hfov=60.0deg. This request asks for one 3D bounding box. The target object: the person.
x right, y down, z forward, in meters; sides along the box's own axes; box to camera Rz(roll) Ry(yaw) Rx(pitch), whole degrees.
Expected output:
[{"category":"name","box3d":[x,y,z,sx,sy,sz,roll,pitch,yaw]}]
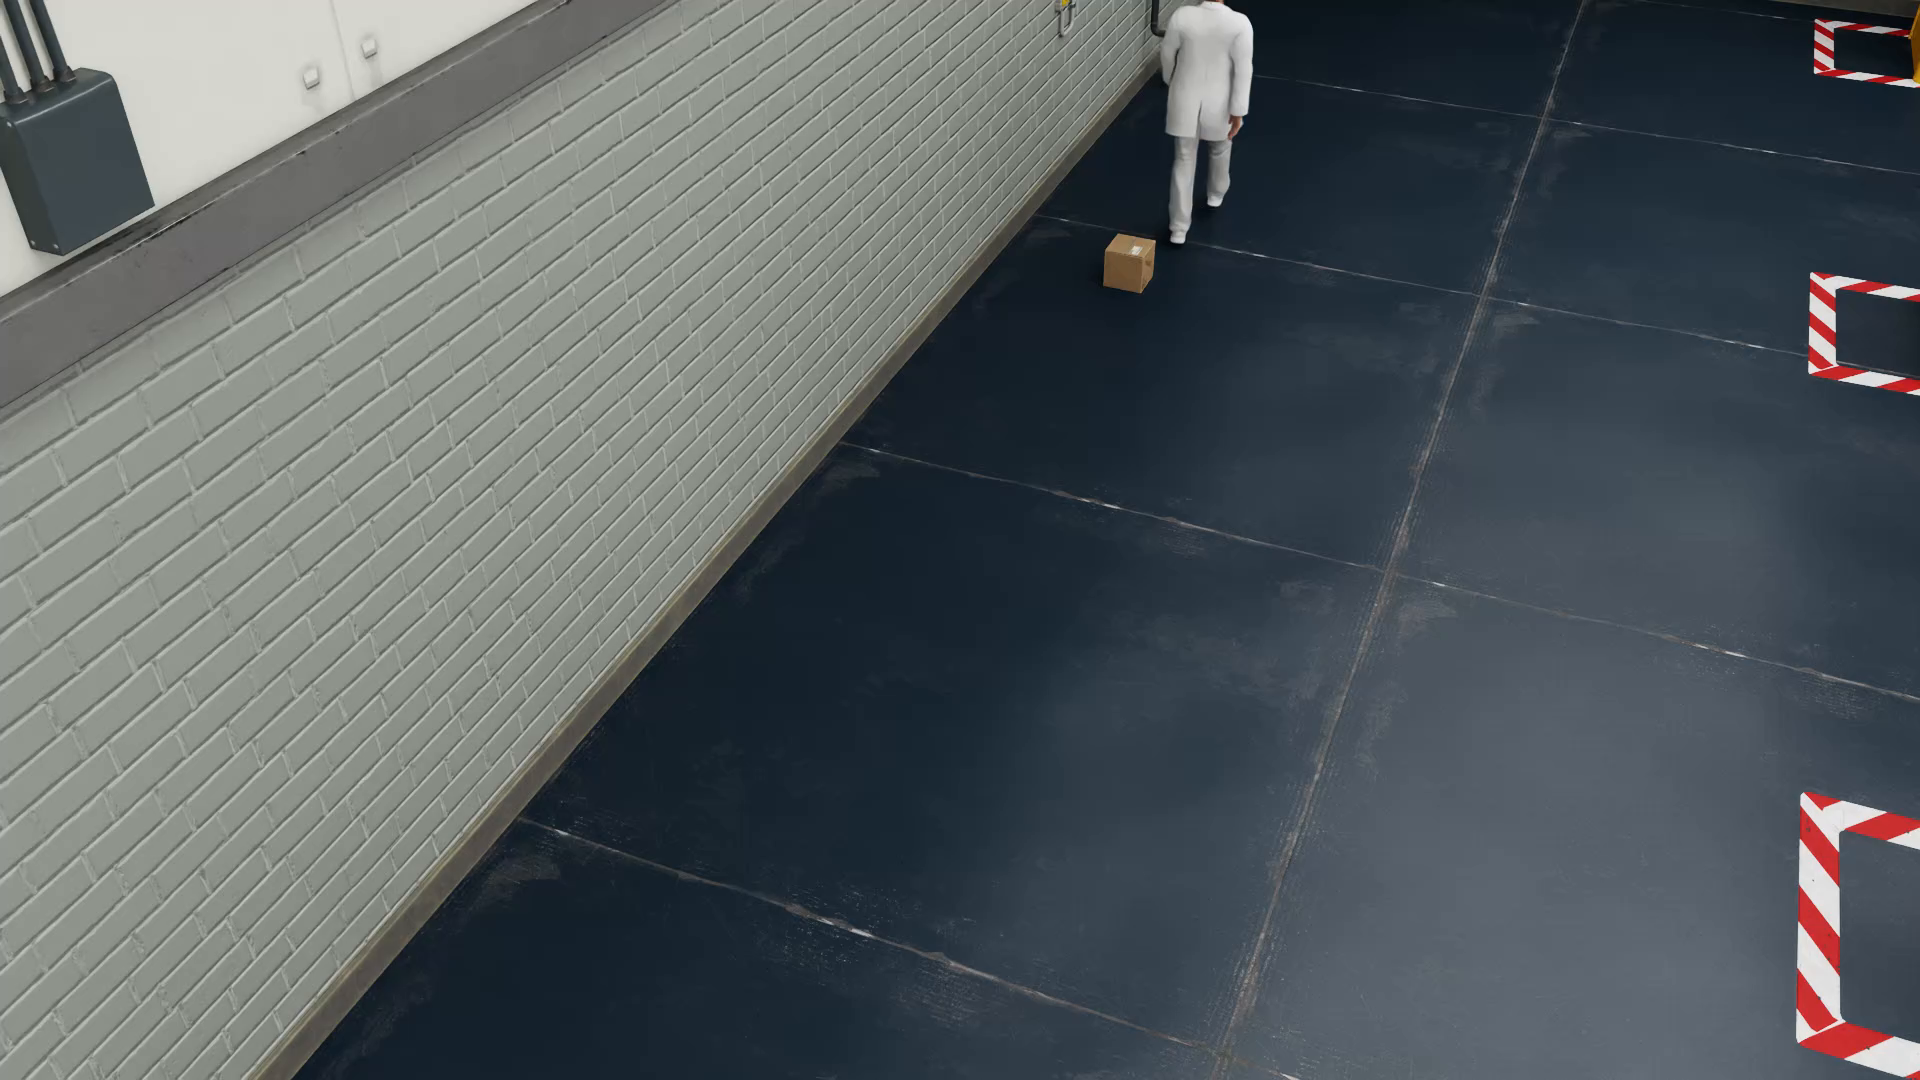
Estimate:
[{"category":"person","box3d":[1.563,-2.869,10.631,0.585,1.740,0.997,7,38,9]}]
